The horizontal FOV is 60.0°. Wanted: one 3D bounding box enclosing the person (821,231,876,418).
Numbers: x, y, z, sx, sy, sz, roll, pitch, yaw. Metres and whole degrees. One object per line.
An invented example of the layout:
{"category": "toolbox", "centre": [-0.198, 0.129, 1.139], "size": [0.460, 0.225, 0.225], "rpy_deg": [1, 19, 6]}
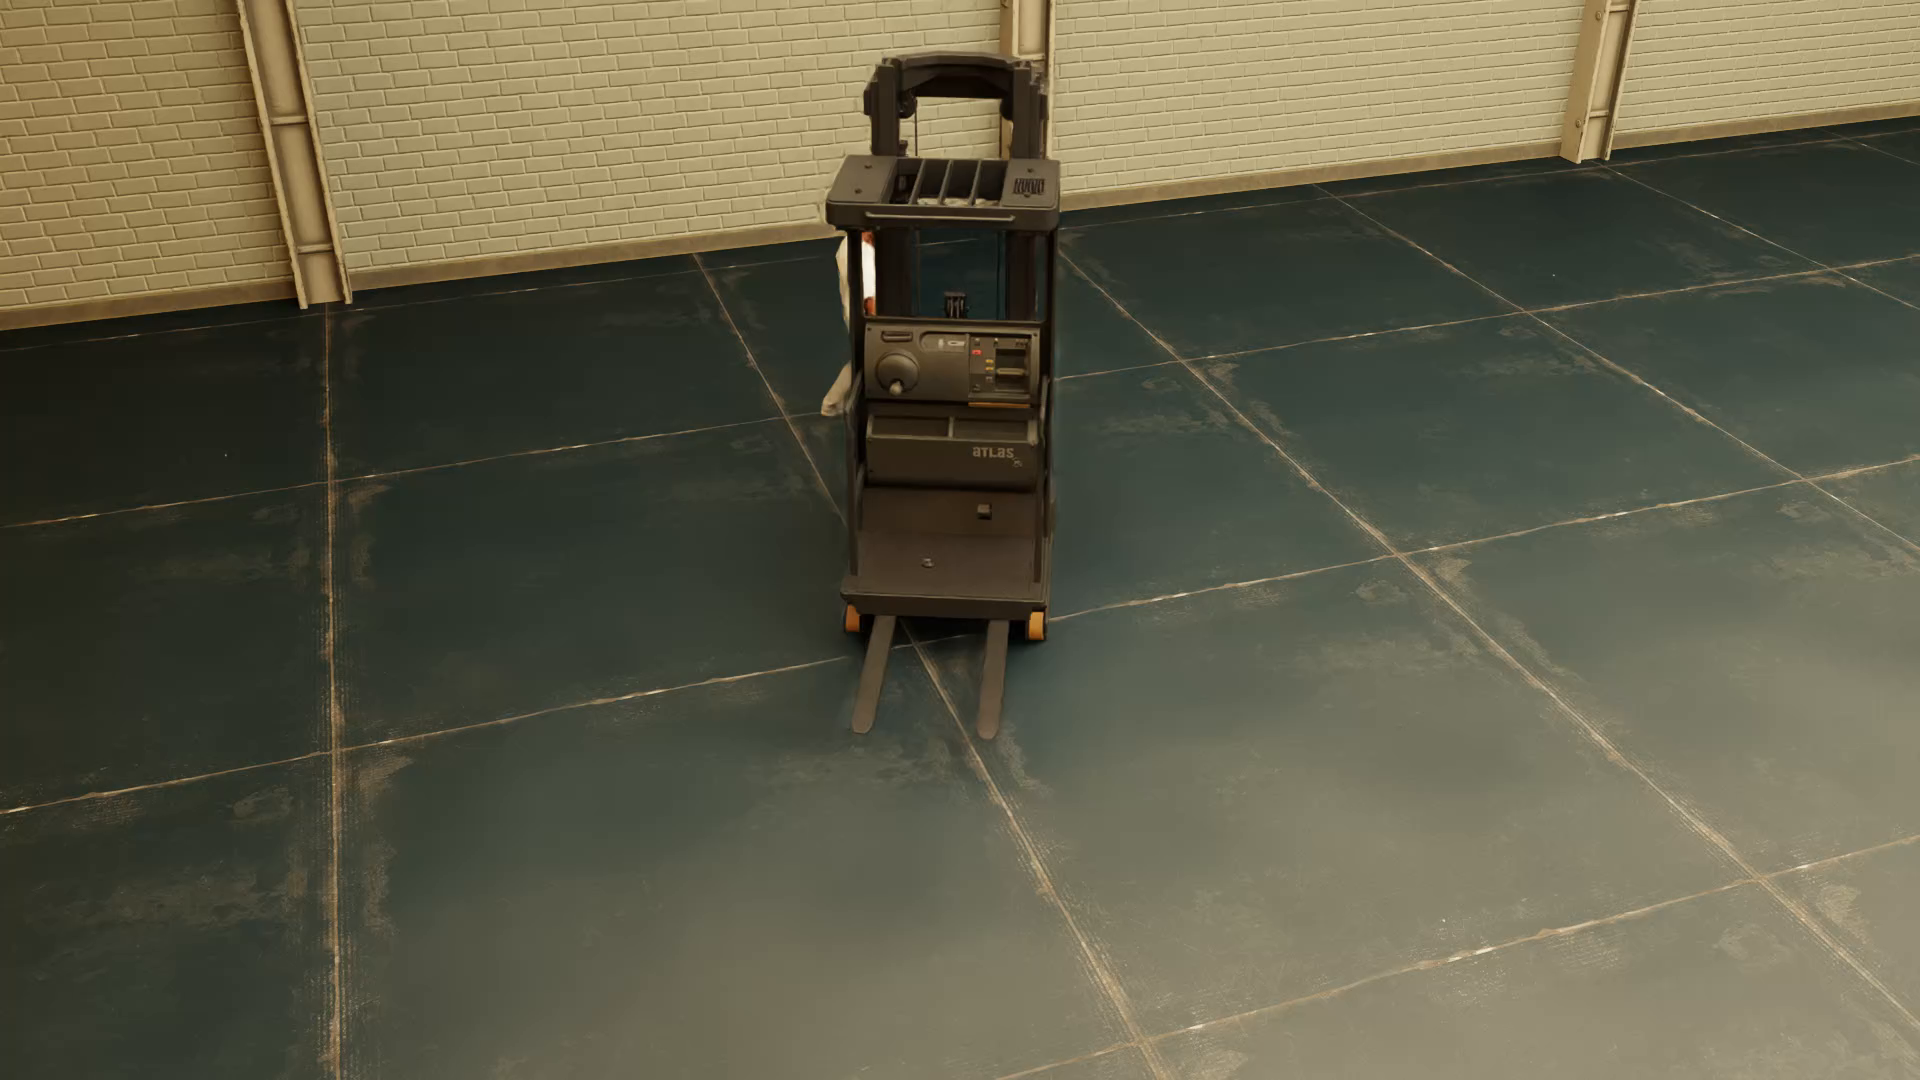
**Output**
{"category": "person", "centre": [-0.565, -1.489, 11.022], "size": [0.720, 1.628, 1.020], "rpy_deg": [-7, 31, -12]}

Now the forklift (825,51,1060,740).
{"category": "forklift", "centre": [-0.058, -0.892, 8.638], "size": [1.130, 2.935, 3.031], "rpy_deg": [2, 30, 4]}
